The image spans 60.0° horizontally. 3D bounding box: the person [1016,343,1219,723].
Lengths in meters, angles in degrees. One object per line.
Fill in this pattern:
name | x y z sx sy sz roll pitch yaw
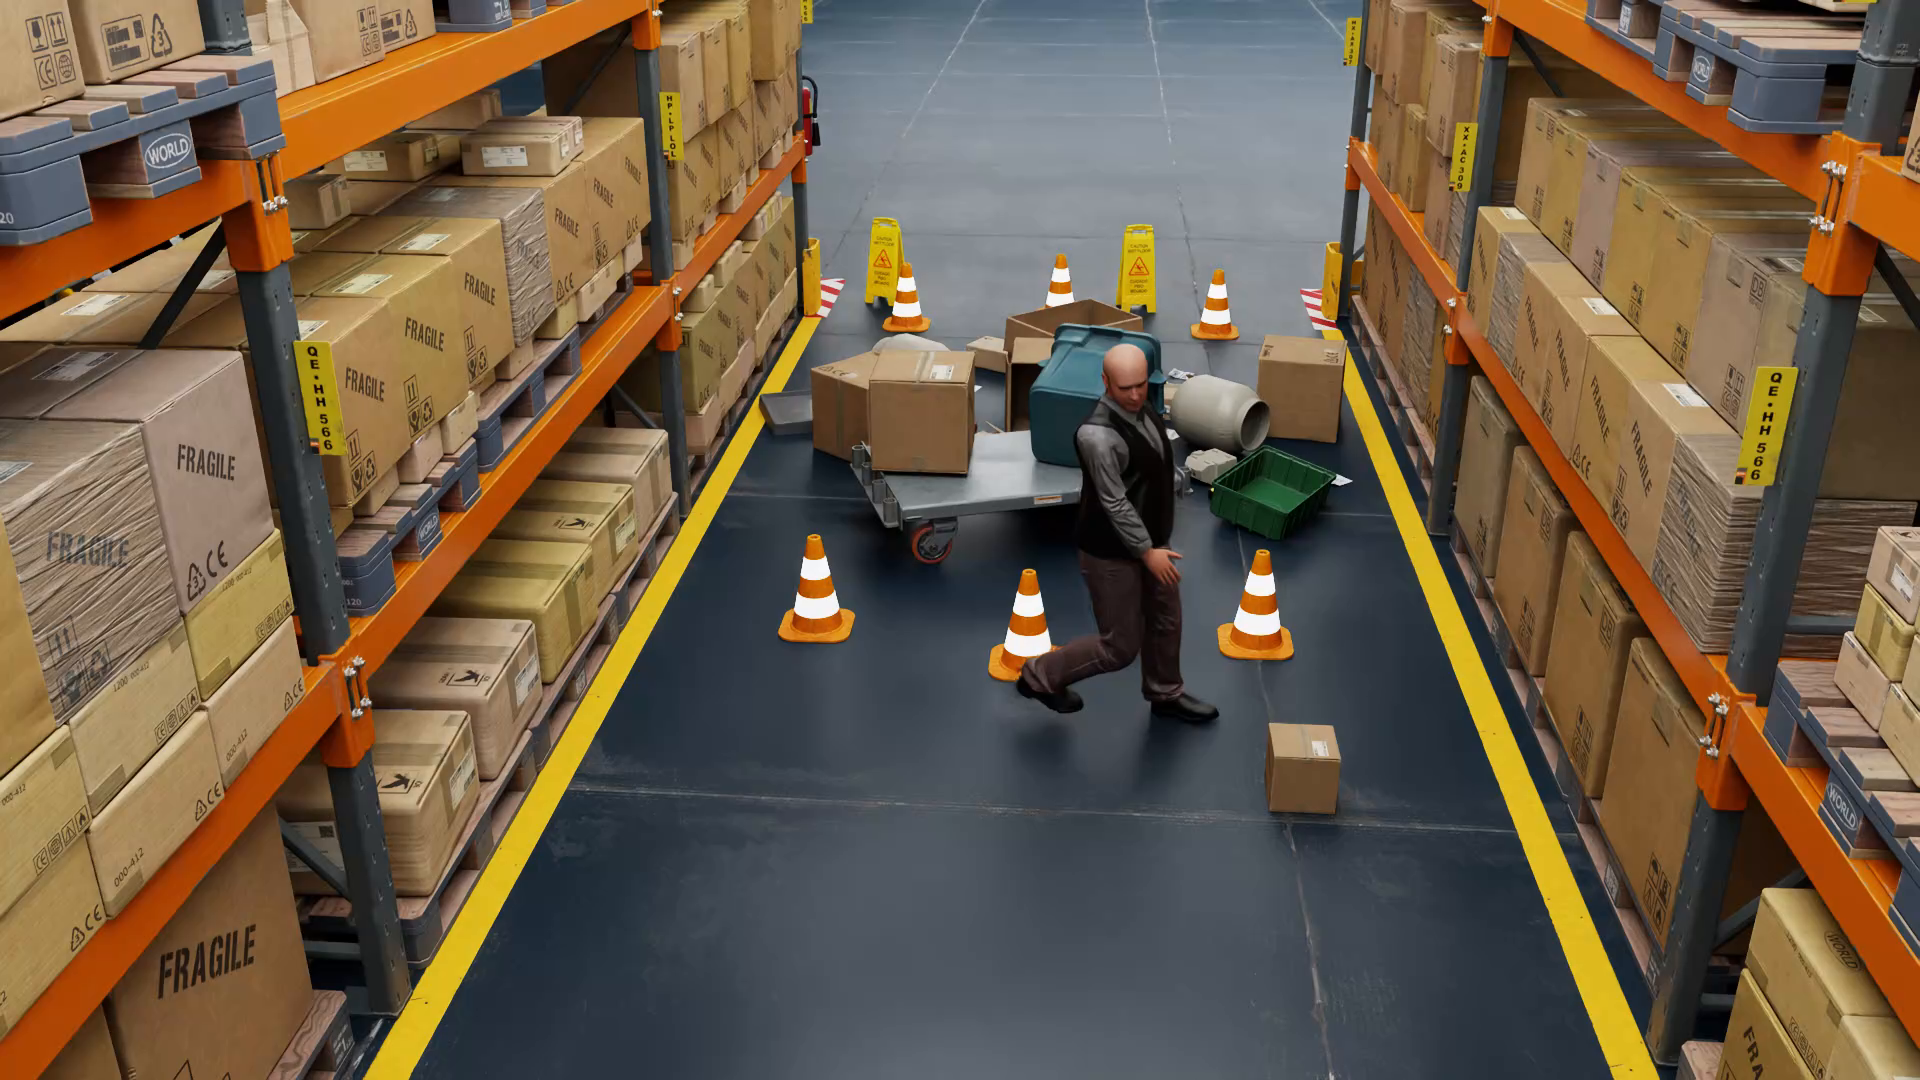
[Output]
person | 0.646 0.011 6.625 0.748 1.692 0.575 13 27 26
